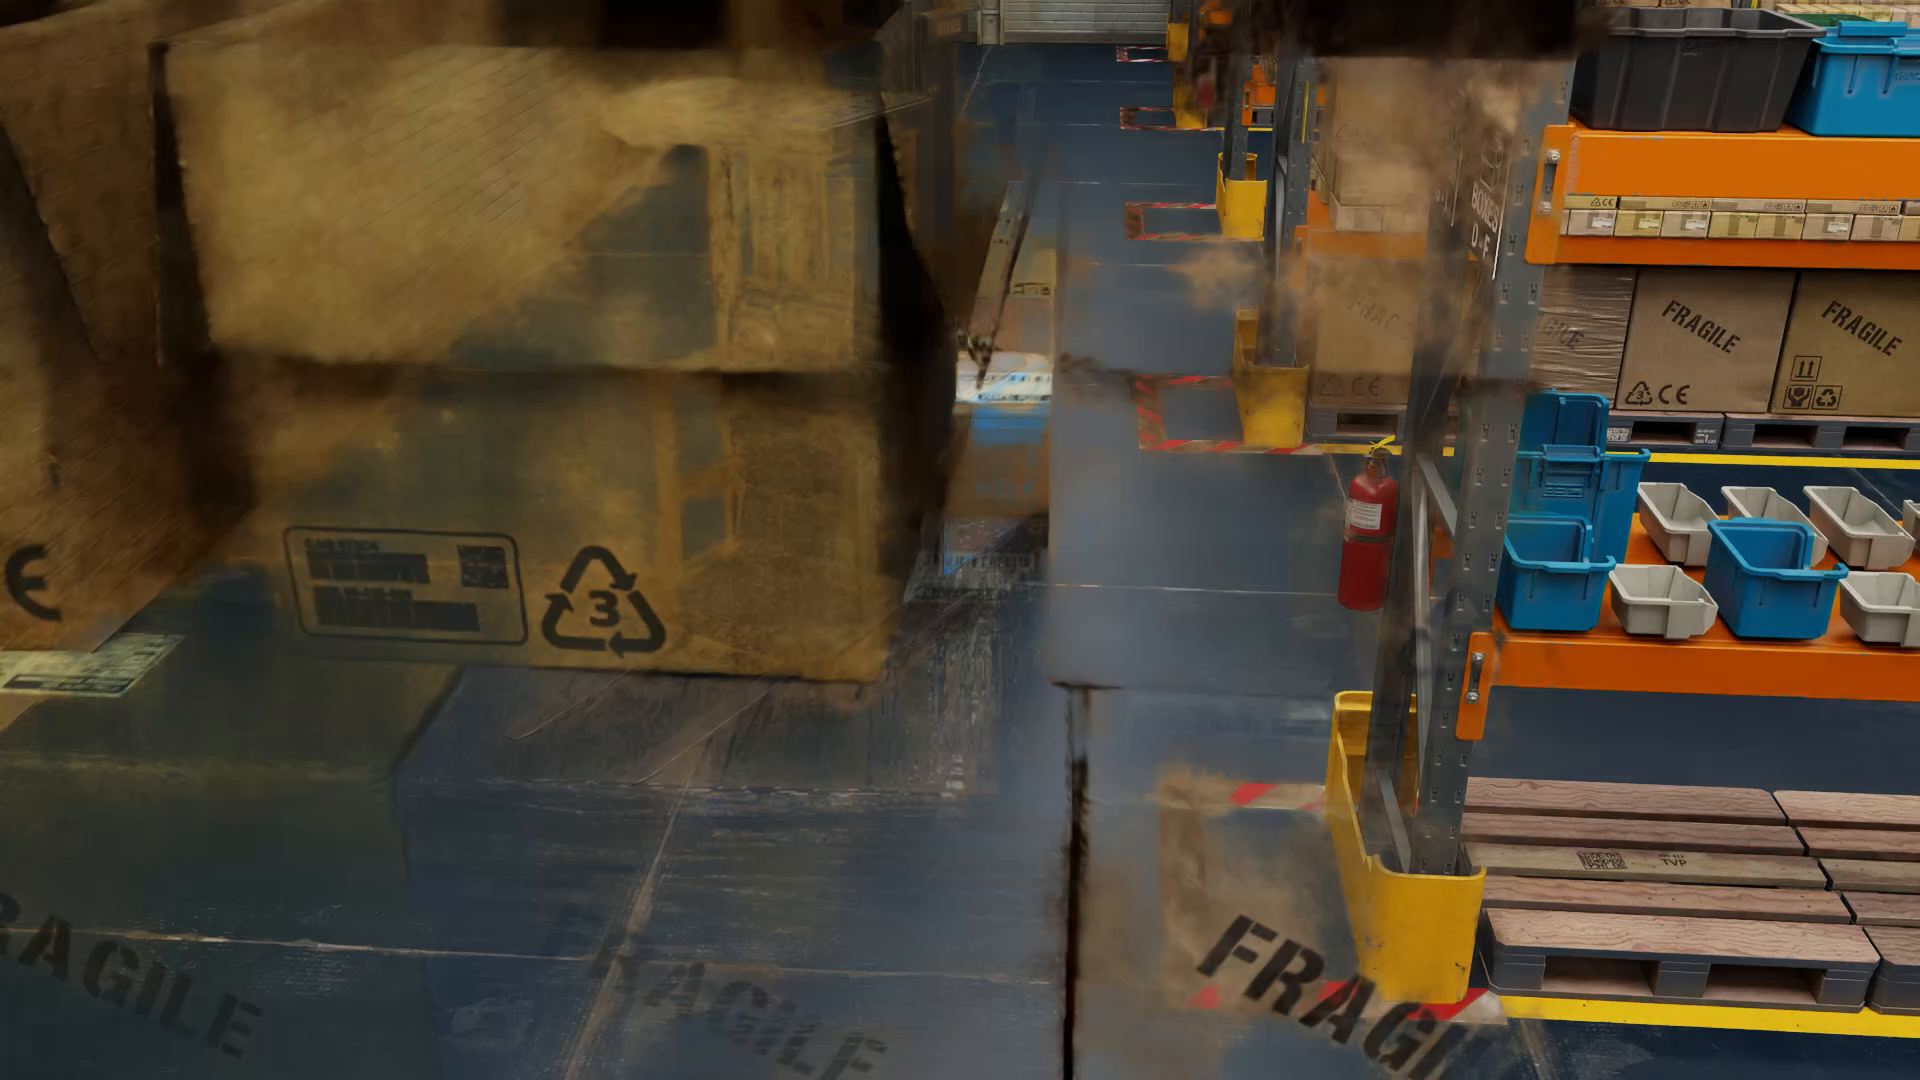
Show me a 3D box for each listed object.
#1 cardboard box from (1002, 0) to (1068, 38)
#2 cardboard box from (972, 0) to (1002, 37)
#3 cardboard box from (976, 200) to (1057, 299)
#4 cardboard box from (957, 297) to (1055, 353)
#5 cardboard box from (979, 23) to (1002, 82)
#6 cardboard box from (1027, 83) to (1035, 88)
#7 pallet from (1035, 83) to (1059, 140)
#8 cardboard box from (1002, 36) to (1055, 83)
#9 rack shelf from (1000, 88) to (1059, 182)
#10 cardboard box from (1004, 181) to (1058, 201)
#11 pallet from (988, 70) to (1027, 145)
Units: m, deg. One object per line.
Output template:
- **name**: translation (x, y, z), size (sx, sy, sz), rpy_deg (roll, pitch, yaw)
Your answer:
- **cardboard box**: translation (7.816, -4.069, 13.448), size (0.250, 0.149, 0.380), rpy_deg (3, 25, 6)
- **cardboard box**: translation (7.547, -4.077, 13.464), size (0.250, 0.149, 0.380), rpy_deg (1, 25, 2)
- **cardboard box**: translation (7.662, -3.339, 14.010), size (0.500, 0.250, 0.500), rpy_deg (3, 25, 5)
- **cardboard box**: translation (7.658, -2.998, 14.165), size (0.500, 0.500, 0.500), rpy_deg (3, 25, 6)
- **cardboard box**: translation (7.548, -3.941, 13.524), size (0.250, 0.149, 0.380), rpy_deg (2, 25, 5)
- **cardboard box**: translation (8.218, -5.373, 18.878), size (0.875, 0.875, 0.875), rpy_deg (3, 25, 6)
- **pallet**: translation (8.426, -3.924, 13.920), size (1.213, 0.211, 1.003), rpy_deg (2, 25, 4)
- **cardboard box**: translation (7.802, -3.933, 13.507), size (0.250, 0.149, 0.380), rpy_deg (1, 25, 2)
- **rack shelf**: translation (8.409, -3.702, 14.068), size (4.000, 0.370, 1.077), rpy_deg (2, 25, 4)
- **cardboard box**: translation (7.688, -3.549, 14.464), size (0.500, 0.250, 0.500), rpy_deg (3, 25, 6)
- **pallet**: translation (7.165, -3.921, 13.912), size (1.213, 0.211, 1.003), rpy_deg (2, 25, 4)
